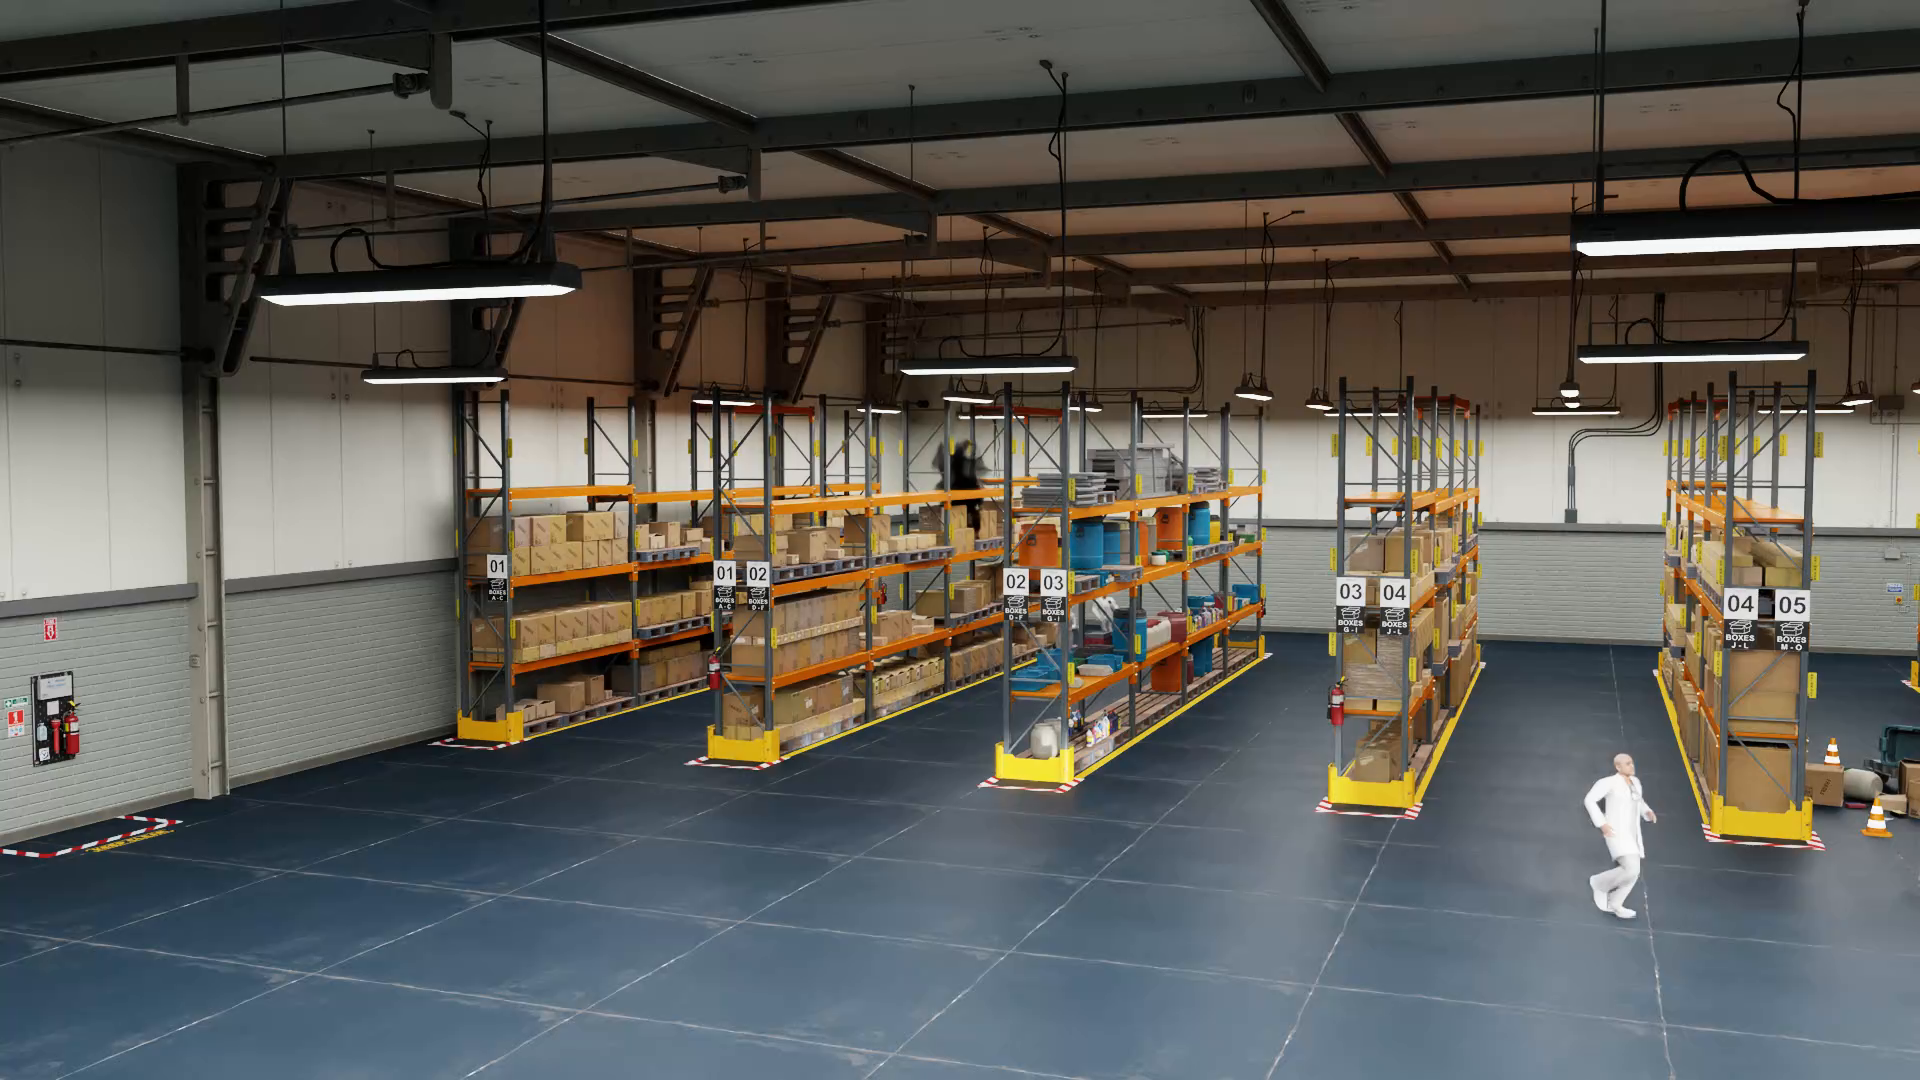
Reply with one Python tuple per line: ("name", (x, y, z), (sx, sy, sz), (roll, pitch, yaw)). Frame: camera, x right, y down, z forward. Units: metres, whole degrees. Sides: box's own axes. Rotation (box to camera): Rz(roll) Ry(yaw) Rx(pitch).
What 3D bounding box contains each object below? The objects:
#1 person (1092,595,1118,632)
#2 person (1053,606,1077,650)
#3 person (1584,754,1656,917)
("person", (3.576, 1.952, 40.775), (0.643, 1.649, 0.594), (0, 3, 0))
("person", (2.134, 2.086, 34.272), (0.527, 1.500, 0.554), (1, 3, 17))
("person", (7.074, 3.152, 17.706), (0.759, 1.753, 0.601), (-2, 4, -30))
